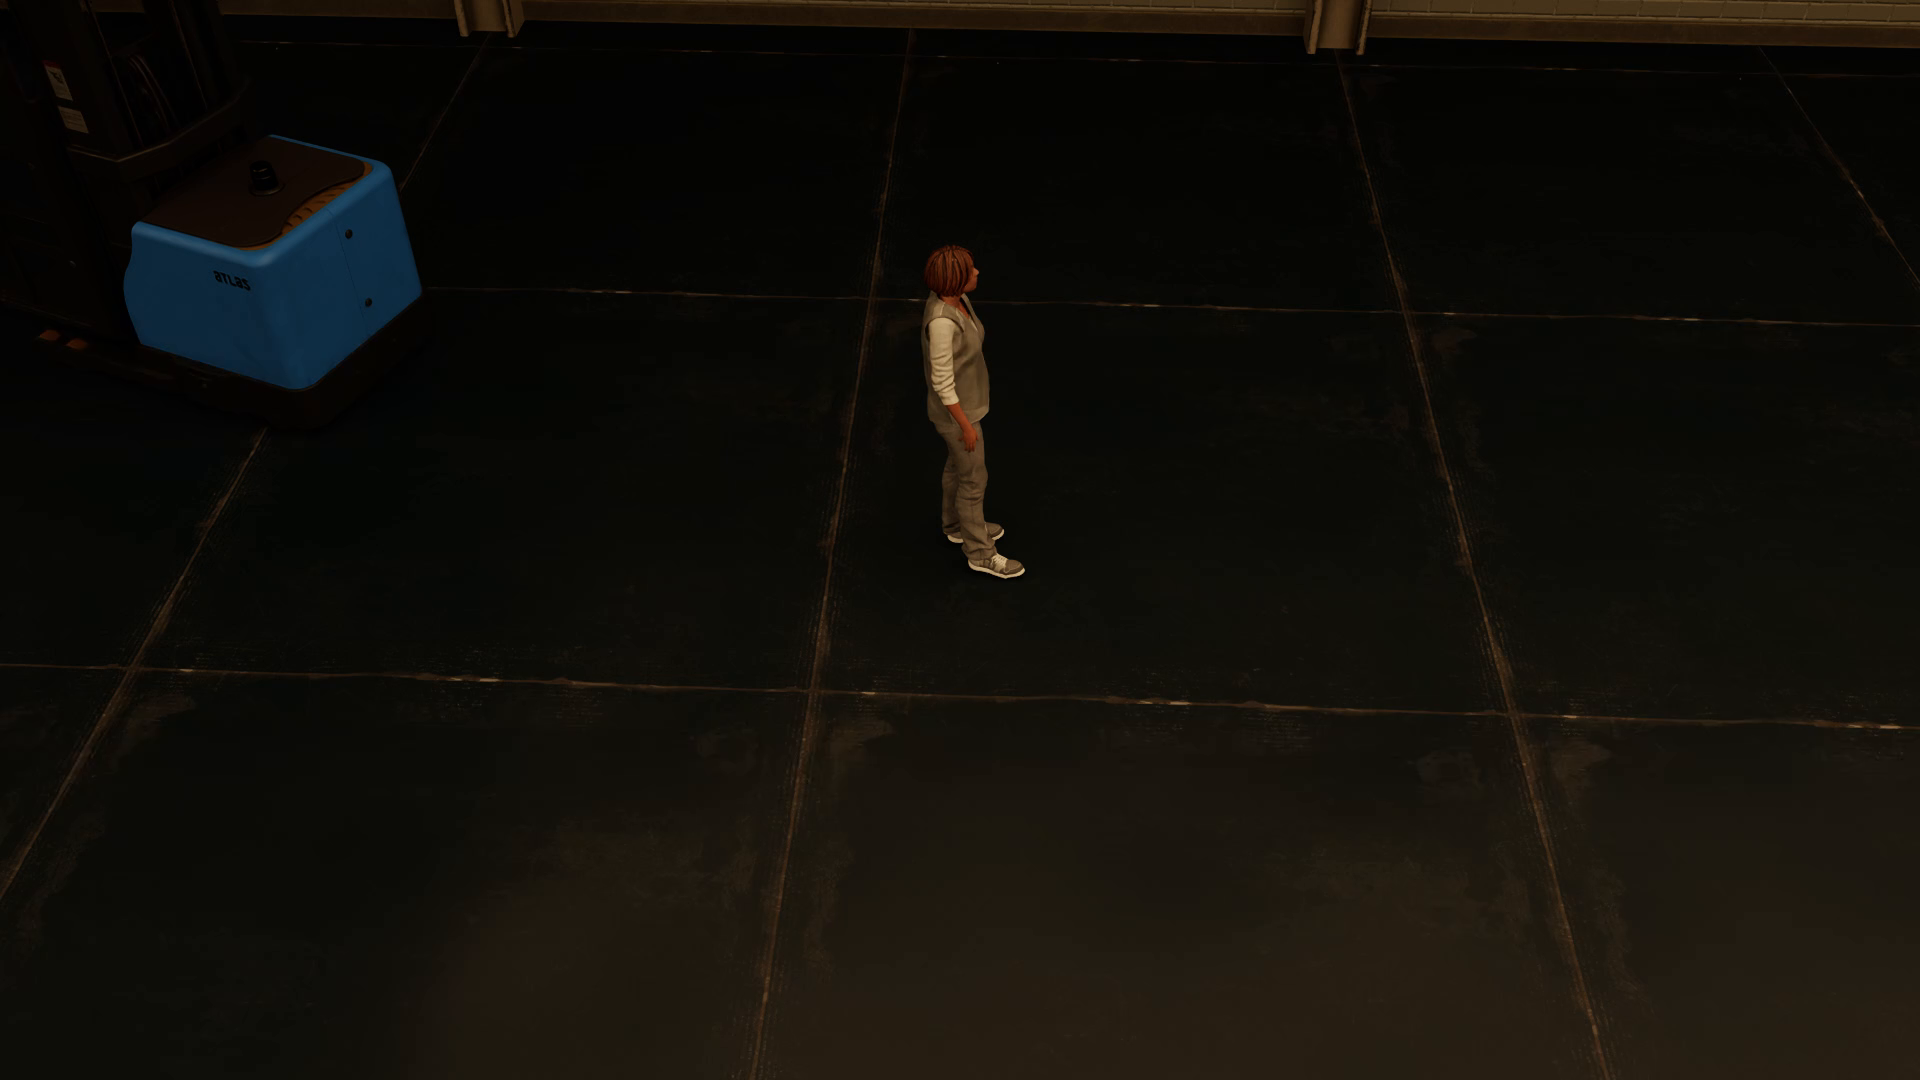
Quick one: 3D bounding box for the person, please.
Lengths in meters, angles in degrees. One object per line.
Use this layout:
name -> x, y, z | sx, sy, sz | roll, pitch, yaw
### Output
person -> 0.074, -0.581, 7.362 | 0.473, 1.592, 0.520 | 2, 42, 2

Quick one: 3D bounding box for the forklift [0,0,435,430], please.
forklift -> -4.428, -2.301, 8.263 | 3.031, 2.935, 1.130 | 17, 45, 17
